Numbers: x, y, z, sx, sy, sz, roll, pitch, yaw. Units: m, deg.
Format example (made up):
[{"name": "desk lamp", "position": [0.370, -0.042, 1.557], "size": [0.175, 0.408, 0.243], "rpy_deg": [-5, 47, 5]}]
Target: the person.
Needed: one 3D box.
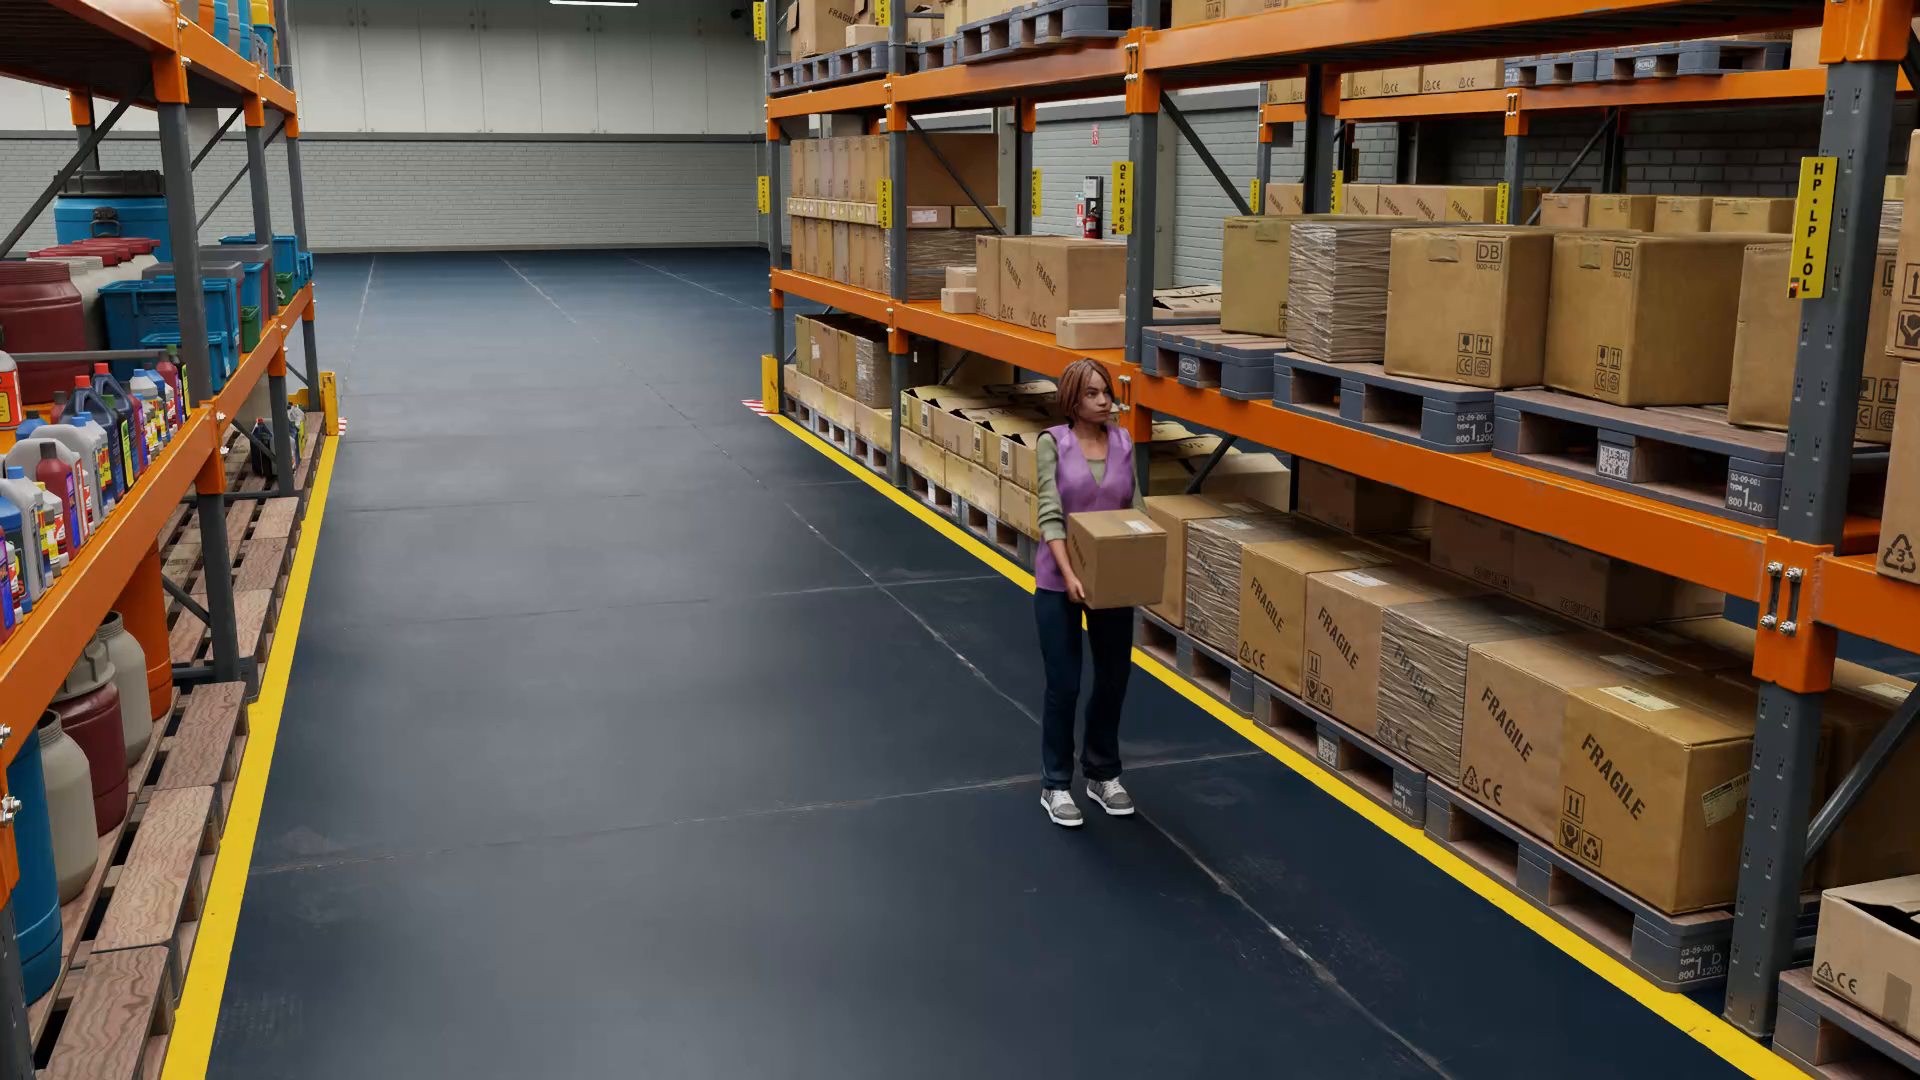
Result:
[{"name": "person", "position": [0.456, 0.190, 5.664], "size": [0.405, 1.595, 0.489], "rpy_deg": [-4, 13, -17]}]
